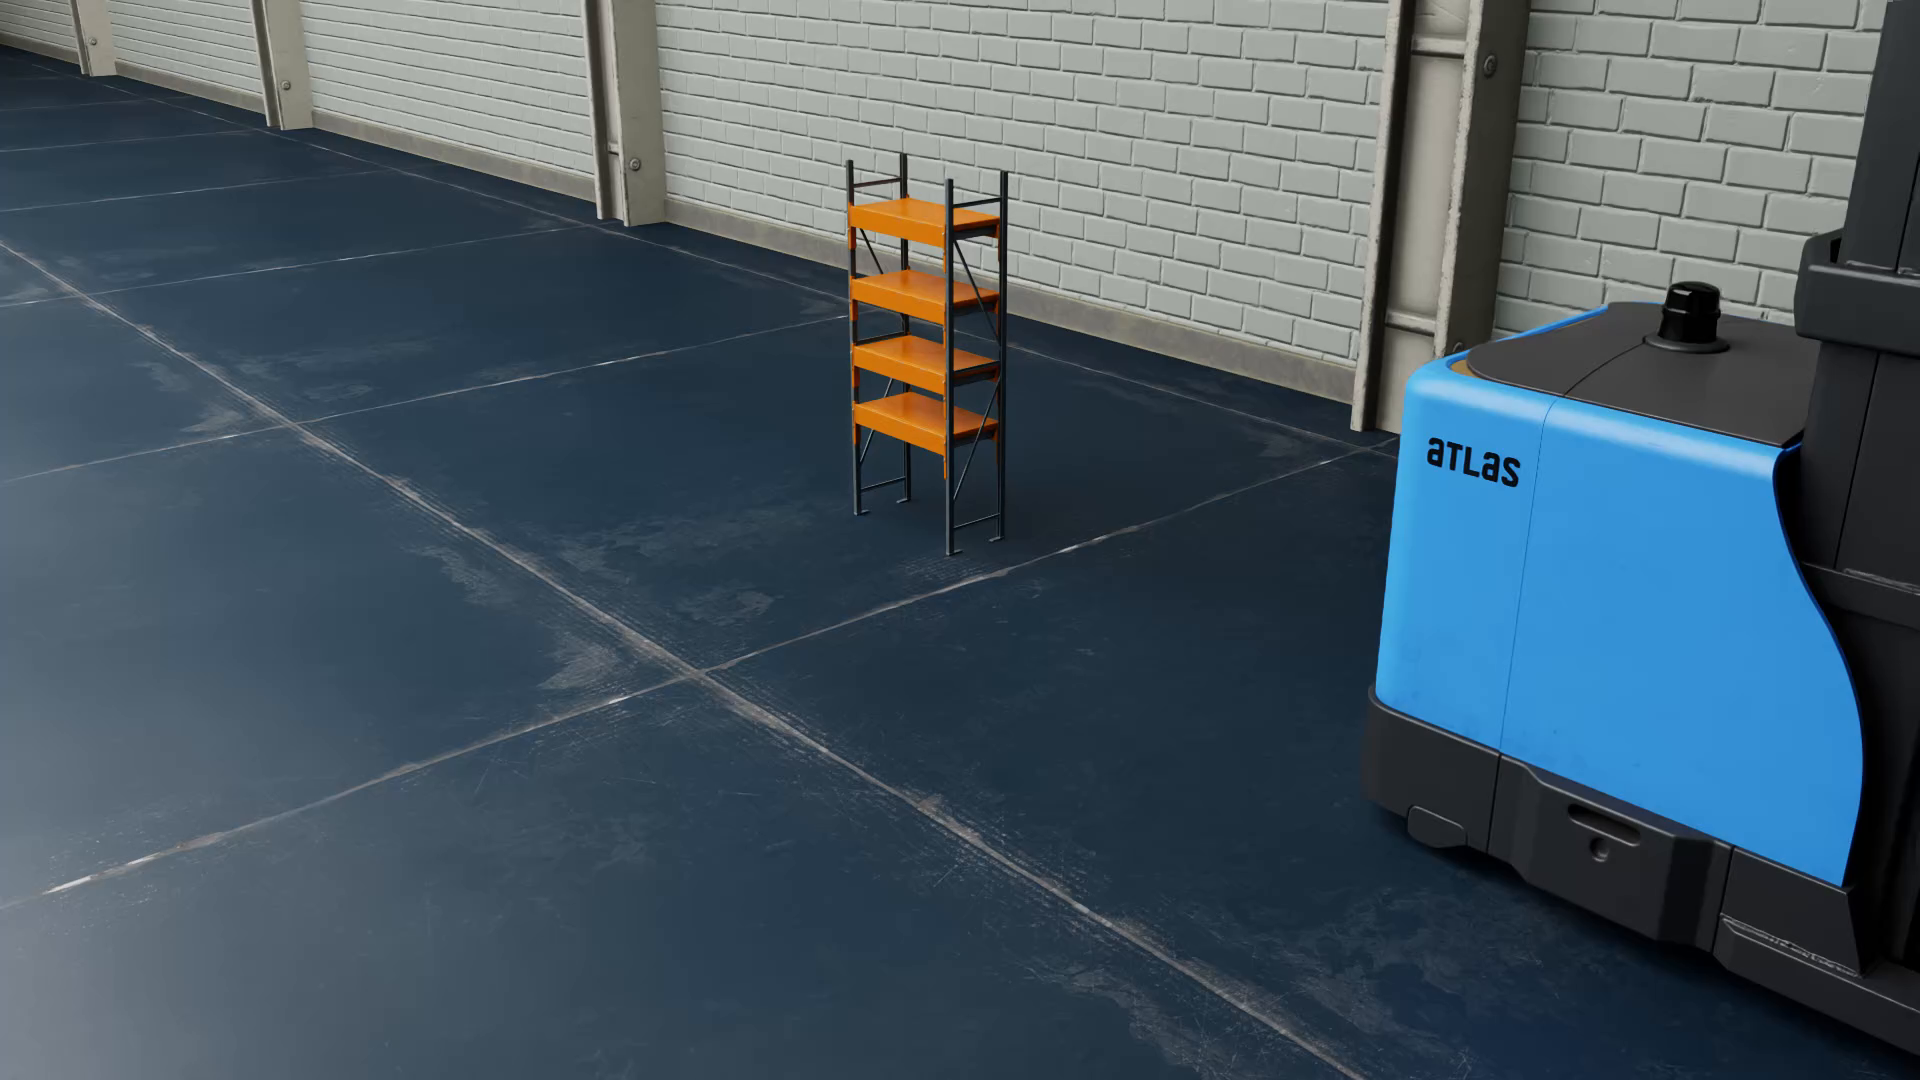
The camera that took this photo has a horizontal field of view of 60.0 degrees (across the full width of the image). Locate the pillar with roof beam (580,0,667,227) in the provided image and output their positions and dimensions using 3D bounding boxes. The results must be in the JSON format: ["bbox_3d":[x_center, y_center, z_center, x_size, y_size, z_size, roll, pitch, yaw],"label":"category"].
[{"bbox_3d":[-5.383,-5.248,6.545,9.100,9.000,0.400,-17,27,-37],"label":"pillar with roof beam"}]

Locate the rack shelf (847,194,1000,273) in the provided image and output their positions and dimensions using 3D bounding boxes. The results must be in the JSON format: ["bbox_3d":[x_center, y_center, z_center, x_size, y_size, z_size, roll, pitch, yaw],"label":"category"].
[{"bbox_3d":[-0.108,-0.970,5.239,0.258,0.148,0.480,-17,27,-37],"label":"rack shelf"}]

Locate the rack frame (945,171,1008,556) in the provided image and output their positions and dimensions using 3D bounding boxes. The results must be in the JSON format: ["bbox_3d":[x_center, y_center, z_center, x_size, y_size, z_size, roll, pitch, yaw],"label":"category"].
[{"bbox_3d":[0.051,-0.537,5.210,0.240,1.200,0.015,-17,27,-37],"label":"rack frame"}]

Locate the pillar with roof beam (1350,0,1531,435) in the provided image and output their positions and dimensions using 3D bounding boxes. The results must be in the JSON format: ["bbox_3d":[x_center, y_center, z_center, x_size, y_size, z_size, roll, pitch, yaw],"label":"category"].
[{"bbox_3d":[-1.467,-3.591,2.312,9.100,9.000,0.400,-17,27,-37],"label":"pillar with roof beam"}]

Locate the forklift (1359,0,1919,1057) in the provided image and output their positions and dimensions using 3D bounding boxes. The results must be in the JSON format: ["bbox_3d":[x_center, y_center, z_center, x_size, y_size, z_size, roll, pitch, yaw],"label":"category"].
[{"bbox_3d":[2.283,-0.447,2.607,1.130,2.935,3.031,-18,28,-39],"label":"forklift"}]

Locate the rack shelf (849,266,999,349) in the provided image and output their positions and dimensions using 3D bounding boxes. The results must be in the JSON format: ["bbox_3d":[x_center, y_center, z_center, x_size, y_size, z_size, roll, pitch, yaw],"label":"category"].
[{"bbox_3d":[-0.108,-0.750,5.325,0.258,0.148,0.480,-17,27,-37],"label":"rack shelf"}]

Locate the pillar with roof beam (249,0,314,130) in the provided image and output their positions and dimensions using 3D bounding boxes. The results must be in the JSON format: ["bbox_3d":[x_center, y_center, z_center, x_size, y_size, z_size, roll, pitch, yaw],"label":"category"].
[{"bbox_3d":[-9.300,-6.906,10.777,9.100,9.000,0.400,-17,27,-37],"label":"pillar with roof beam"}]

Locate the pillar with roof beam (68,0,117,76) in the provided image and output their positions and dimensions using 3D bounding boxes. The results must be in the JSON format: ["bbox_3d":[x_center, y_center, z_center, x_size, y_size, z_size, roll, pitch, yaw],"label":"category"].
[{"bbox_3d":[-13.216,-8.564,15.009,9.100,9.000,0.400,-17,27,-37],"label":"pillar with roof beam"}]

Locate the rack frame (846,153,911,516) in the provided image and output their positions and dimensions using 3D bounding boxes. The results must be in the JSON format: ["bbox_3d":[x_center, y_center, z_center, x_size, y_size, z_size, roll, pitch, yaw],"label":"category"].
[{"bbox_3d":[-0.267,-0.672,5.554,0.240,1.200,0.015,-17,27,-37],"label":"rack frame"}]

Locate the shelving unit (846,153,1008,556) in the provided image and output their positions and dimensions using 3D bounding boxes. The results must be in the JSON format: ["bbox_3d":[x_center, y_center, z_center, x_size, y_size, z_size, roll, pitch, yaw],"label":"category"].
[{"bbox_3d":[-0.108,-0.604,5.382,0.258,1.200,0.503,-17,27,-37],"label":"shelving unit"}]

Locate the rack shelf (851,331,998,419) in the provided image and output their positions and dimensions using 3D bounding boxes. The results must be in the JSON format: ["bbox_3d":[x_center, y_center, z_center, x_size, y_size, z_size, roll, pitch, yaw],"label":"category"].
[{"bbox_3d":[-0.108,-0.542,5.406,0.258,0.148,0.480,-17,27,-37],"label":"rack shelf"}]

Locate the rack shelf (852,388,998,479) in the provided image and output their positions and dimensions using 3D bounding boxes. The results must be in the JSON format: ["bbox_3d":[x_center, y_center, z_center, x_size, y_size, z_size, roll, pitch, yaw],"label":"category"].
[{"bbox_3d":[-0.108,-0.357,5.479,0.258,0.148,0.480,-17,27,-37],"label":"rack shelf"}]
